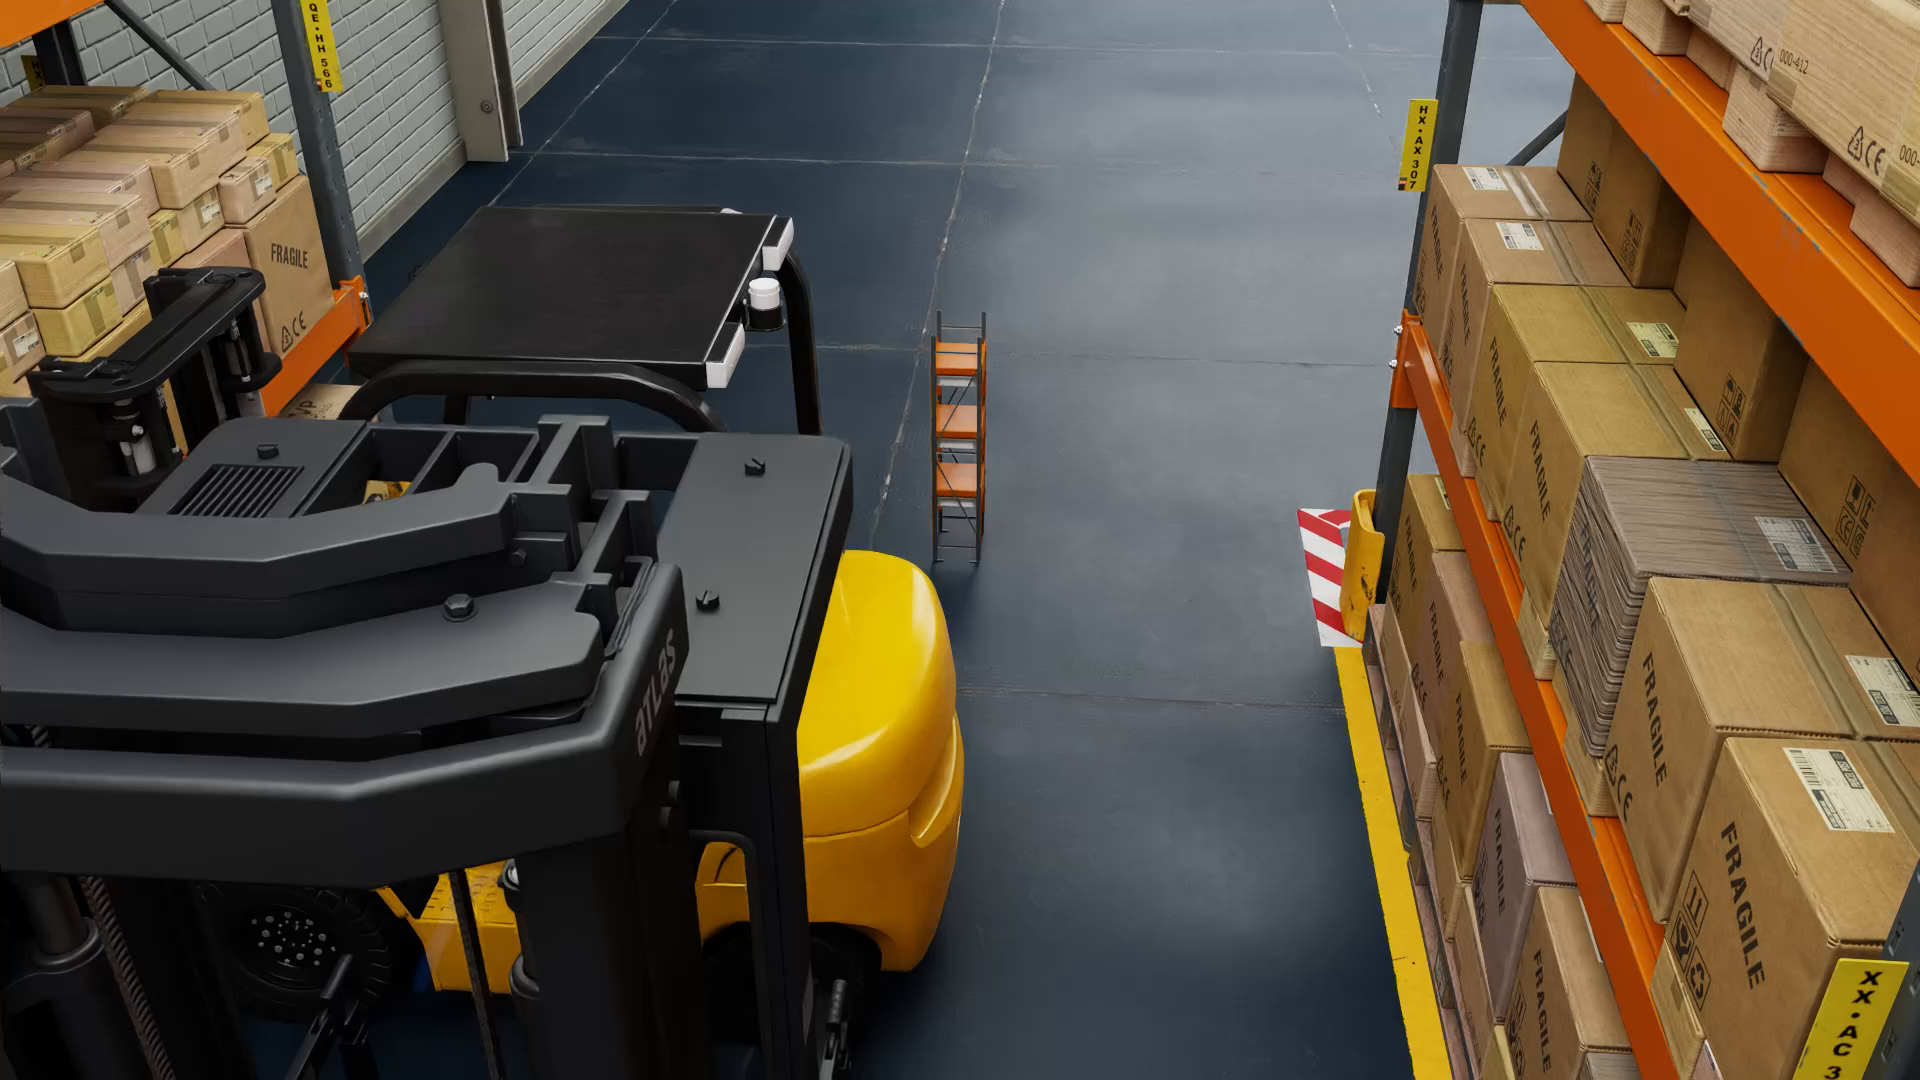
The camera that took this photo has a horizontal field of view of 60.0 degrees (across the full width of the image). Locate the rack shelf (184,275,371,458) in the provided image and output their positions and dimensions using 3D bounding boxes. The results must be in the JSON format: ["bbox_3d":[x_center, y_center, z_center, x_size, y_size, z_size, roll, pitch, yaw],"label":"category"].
[{"bbox_3d":[-2.971,0.161,4.815,1.077,0.370,4.000,2,32,4],"label":"rack shelf"}]

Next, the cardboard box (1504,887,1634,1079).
[{"bbox_3d":[1.634,1.197,3.955,0.500,0.500,0.500,3,32,5],"label":"cardboard box"}]

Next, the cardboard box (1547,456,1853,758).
[{"bbox_3d":[1.675,0.158,3.756,0.500,0.500,0.500,3,32,5],"label":"cardboard box"}]

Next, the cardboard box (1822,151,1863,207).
[{"bbox_3d":[1.708,-0.631,2.795,0.380,0.149,0.250,1,32,2],"label":"cardboard box"}]

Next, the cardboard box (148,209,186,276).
[{"bbox_3d":[-2.662,-0.919,5.169,0.380,0.149,0.250,2,32,4],"label":"cardboard box"}]

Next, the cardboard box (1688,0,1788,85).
[{"bbox_3d":[1.677,-1.001,3.016,0.500,0.250,0.500,2,32,3],"label":"cardboard box"}]

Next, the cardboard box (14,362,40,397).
[{"bbox_3d":[-2.710,-0.163,4.559,0.500,0.500,0.500,3,32,4],"label":"cardboard box"}]

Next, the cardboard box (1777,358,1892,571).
[{"bbox_3d":[2.197,-0.232,3.436,0.700,0.500,0.500,2,32,3],"label":"cardboard box"}]

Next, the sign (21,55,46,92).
[{"bbox_3d":[-3.361,-1.620,6.119,0.100,0.325,0.005,2,32,4],"label":"sign"}]

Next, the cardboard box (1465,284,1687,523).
[{"bbox_3d":[1.745,-0.377,4.623,0.500,0.500,0.500,2,32,3],"label":"cardboard box"}]

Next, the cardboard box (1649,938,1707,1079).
[{"bbox_3d":[1.549,0.906,3.160,0.380,0.149,0.250,3,32,5],"label":"cardboard box"}]

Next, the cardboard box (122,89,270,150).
[{"bbox_3d":[-2.628,-1.440,5.730,0.380,0.149,0.250,3,32,4],"label":"cardboard box"}]

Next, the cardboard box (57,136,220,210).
[{"bbox_3d":[-2.611,-1.172,5.295,0.380,0.149,0.250,3,32,5],"label":"cardboard box"}]

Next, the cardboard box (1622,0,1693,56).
[{"bbox_3d":[1.706,-1.176,3.679,0.380,0.149,0.250,2,32,3],"label":"cardboard box"}]

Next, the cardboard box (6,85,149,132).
[{"bbox_3d":[-3.049,-1.470,5.778,0.380,0.149,0.250,2,32,3],"label":"cardboard box"}]

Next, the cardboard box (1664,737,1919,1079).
[{"bbox_3d":[1.602,0.699,2.878,0.500,0.500,0.500,2,32,3],"label":"cardboard box"}]

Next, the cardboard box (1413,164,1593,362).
[{"bbox_3d":[1.824,-0.914,5.495,0.500,0.500,0.500,2,32,3],"label":"cardboard box"}]

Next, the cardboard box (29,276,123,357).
[{"bbox_3d":[-2.637,-0.644,4.723,0.380,0.149,0.250,3,32,4],"label":"cardboard box"}]

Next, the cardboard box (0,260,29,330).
[{"bbox_3d":[-2.747,-0.637,4.428,0.380,0.149,0.250,3,32,5],"label":"cardboard box"}]

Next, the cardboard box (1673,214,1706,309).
[{"bbox_3d":[2.327,-0.764,4.298,0.700,0.500,0.500,2,32,3],"label":"cardboard box"}]

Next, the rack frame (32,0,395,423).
[{"bbox_3d":[-2.808,-1.191,6.323,1.000,3.000,0.127,2,32,4],"label":"rack frame"}]

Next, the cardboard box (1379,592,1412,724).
[{"bbox_3d":[1.798,0.421,5.928,0.500,0.250,0.500,2,32,4],"label":"cardboard box"}]

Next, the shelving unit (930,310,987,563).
[{"bbox_3d":[-0.004,-0.419,6.929,0.215,1.050,0.252,2,32,4],"label":"shelving unit"}]

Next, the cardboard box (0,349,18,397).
[{"bbox_3d":[-2.700,-0.381,4.296,0.380,0.149,0.250,2,32,3],"label":"cardboard box"}]

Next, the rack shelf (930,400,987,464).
[{"bbox_3d":[-0.004,-0.410,6.935,0.215,0.259,0.240,2,32,4],"label":"rack shelf"}]

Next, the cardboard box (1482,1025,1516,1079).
[{"bbox_3d":[1.627,1.503,4.172,0.500,0.250,0.500,2,32,3],"label":"cardboard box"}]

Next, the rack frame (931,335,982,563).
[{"bbox_3d":[-0.014,-0.355,6.826,0.200,1.050,0.008,2,32,4],"label":"rack frame"}]

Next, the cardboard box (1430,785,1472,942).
[{"bbox_3d":[1.717,0.974,5.032,0.500,0.250,0.500,5,32,7],"label":"cardboard box"}]

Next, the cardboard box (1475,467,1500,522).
[{"bbox_3d":[1.742,-0.170,4.906,0.380,0.149,0.250,3,32,5],"label":"cardboard box"}]

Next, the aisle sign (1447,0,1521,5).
[{"bbox_3d":[1.835,-2.133,5.374,0.394,0.787,0.004,2,32,4],"label":"aisle sign"}]

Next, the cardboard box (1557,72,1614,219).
[{"bbox_3d":[2.315,-1.299,5.167,0.700,0.500,0.500,2,32,3],"label":"cardboard box"}]

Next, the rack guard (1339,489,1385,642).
[{"bbox_3d":[2.133,0.123,6.574,1.175,0.500,0.348,2,32,4],"label":"rack guard"}]

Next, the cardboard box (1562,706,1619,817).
[{"bbox_3d":[1.615,0.505,3.810,0.380,0.149,0.250,2,32,3],"label":"cardboard box"}]

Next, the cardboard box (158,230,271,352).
[{"bbox_3d":[-2.638,-0.694,5.422,0.500,0.500,0.500,3,32,6],"label":"cardboard box"}]

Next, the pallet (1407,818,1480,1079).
[{"bbox_3d":[1.930,1.306,4.930,1.003,0.211,1.213,2,32,4],"label":"pallet"}]

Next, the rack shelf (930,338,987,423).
[{"bbox_3d":[-0.004,-0.652,6.786,0.215,0.259,0.240,2,32,4],"label":"rack shelf"}]

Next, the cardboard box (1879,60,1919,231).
[{"bbox_3d":[1.581,-0.472,2.157,0.500,0.250,0.500,2,32,4],"label":"cardboard box"}]

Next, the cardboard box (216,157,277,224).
[{"bbox_3d":[-2.549,-1.181,5.594,0.380,0.149,0.250,3,32,5],"label":"cardboard box"}]

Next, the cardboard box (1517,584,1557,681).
[{"bbox_3d":[1.651,0.237,4.246,0.380,0.149,0.250,3,32,4],"label":"cardboard box"}]

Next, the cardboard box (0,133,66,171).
[{"bbox_3d":[-3.111,-1.196,5.334,0.380,0.149,0.250,3,32,5],"label":"cardboard box"}]

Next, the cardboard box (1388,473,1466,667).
[{"bbox_3d":[1.796,0.114,5.711,0.500,0.500,0.500,1,32,2],"label":"cardboard box"}]

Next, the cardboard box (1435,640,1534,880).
[{"bbox_3d":[1.709,0.650,4.842,0.500,0.500,0.500,3,32,5],"label":"cardboard box"}]

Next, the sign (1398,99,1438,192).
[{"bbox_3d":[1.598,-1.372,5.793,0.100,0.325,0.005,2,32,4],"label":"sign"}]

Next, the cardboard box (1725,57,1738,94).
[{"bbox_3d":[1.738,-0.907,3.243,0.380,0.149,0.250,3,32,5],"label":"cardboard box"}]

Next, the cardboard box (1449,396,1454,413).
[{"bbox_3d":[1.796,-0.437,5.340,0.380,0.149,0.250,1,32,2],"label":"cardboard box"}]

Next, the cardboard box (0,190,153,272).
[{"bbox_3d":[-2.616,-0.904,4.860,0.380,0.149,0.250,3,32,5],"label":"cardboard box"}]

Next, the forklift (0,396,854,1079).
[{"bbox_3d":[-0.749,0.921,2.962,1.130,2.935,3.031,2,32,3],"label":"forklift"}]

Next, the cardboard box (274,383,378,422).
[{"bbox_3d":[-2.535,-0.371,6.260,0.500,0.250,0.500,3,32,6],"label":"cardboard box"}]
